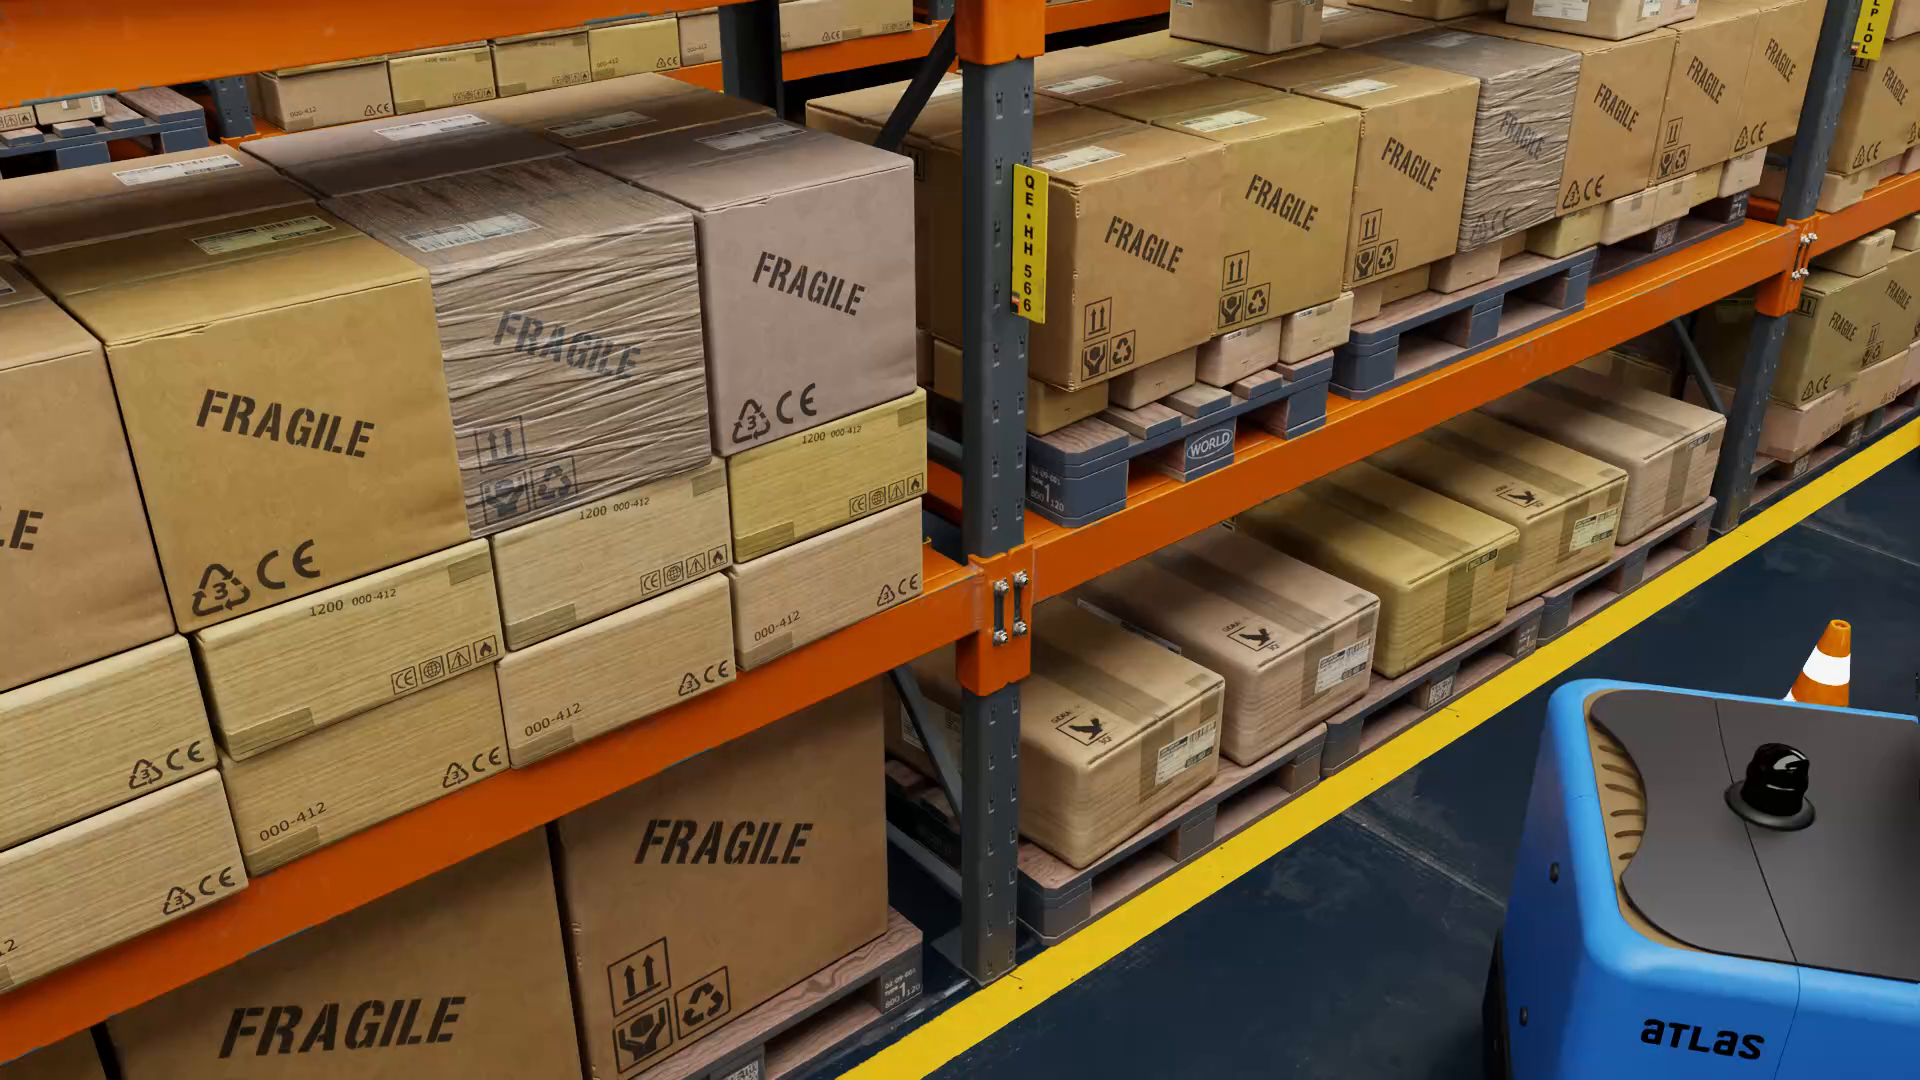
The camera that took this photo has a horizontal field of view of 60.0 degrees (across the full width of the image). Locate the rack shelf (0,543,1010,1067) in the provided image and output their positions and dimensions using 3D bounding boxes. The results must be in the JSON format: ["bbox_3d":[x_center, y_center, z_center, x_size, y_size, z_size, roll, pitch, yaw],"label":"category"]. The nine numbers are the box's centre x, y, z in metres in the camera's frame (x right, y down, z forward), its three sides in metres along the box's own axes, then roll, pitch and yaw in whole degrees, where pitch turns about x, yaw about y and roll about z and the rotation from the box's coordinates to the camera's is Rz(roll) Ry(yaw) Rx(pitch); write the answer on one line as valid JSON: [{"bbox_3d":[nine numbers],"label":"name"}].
[{"bbox_3d":[-1.738,0.621,3.169,4.000,0.370,1.077,-22,35,-35],"label":"rack shelf"}]

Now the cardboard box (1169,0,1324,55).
[{"bbox_3d":[0.845,-1.557,4.925,0.250,0.149,0.380,-24,36,-37],"label":"cardboard box"}]

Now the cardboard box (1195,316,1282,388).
[{"bbox_3d":[0.626,-0.557,4.431,0.250,0.149,0.380,-25,37,-38],"label":"cardboard box"}]

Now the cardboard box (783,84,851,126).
[{"bbox_3d":[-0.788,-2.285,9.917,0.625,0.625,0.875,-20,34,-33],"label":"cardboard box"}]

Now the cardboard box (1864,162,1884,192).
[{"bbox_3d":[3.433,-1.498,6.638,0.250,0.149,0.380,-21,34,-34],"label":"cardboard box"}]

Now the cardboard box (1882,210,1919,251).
[{"bbox_3d":[3.974,-1.380,7.137,0.250,0.149,0.380,-20,34,-33],"label":"cardboard box"}]

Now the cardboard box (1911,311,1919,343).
[{"bbox_3d":[4.246,-1.245,7.573,0.500,0.500,0.500,-20,34,-32],"label":"cardboard box"}]

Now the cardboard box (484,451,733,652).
[{"bbox_3d":[-0.808,-0.065,3.318,0.500,0.250,0.500,-23,36,-36],"label":"cardboard box"}]

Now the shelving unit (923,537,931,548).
[{"bbox_3d":[0.058,-0.685,6.440,1.083,1.500,0.587,-22,35,-35],"label":"shelving unit"}]

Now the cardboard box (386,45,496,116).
[{"bbox_3d":[-2.559,-2.221,7.883,0.500,0.250,0.500,-23,36,-36],"label":"cardboard box"}]

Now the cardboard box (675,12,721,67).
[{"bbox_3d":[-1.388,-2.700,8.779,0.500,0.250,0.500,-22,35,-35],"label":"cardboard box"}]

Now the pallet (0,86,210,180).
[{"bbox_3d":[-3.911,-1.770,7.083,1.003,0.211,1.213,-22,35,-35],"label":"pallet"}]

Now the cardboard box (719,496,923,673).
[{"bbox_3d":[-0.433,0.006,3.716,0.500,0.250,0.500,-23,36,-37],"label":"cardboard box"}]

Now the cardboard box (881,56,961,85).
[{"bbox_3d":[-0.149,-2.944,10.487,0.500,0.250,0.500,-21,35,-34],"label":"cardboard box"}]

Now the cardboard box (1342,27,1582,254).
[{"bbox_3d":[1.453,-1.201,4.947,0.500,0.500,0.500,-23,36,-37],"label":"cardboard box"}]

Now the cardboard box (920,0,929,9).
[{"bbox_3d":[0.109,-3.397,9.818,0.500,0.500,0.500,-23,36,-36],"label":"cardboard box"}]

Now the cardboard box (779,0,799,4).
[{"bbox_3d":[-0.992,-3.063,8.928,0.500,0.250,0.500,-23,36,-36],"label":"cardboard box"}]

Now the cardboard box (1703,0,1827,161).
[{"bbox_3d":[2.624,-1.669,5.823,0.500,0.500,0.500,-23,36,-36],"label":"cardboard box"}]

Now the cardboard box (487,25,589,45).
[{"bbox_3d":[-2.153,-2.596,8.054,0.500,0.250,0.500,-23,36,-36],"label":"cardboard box"}]

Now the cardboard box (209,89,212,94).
[{"bbox_3d":[-3.265,-2.250,7.937,0.500,0.250,0.500,-23,36,-36],"label":"cardboard box"}]

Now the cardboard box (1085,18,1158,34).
[{"bbox_3d":[0.997,-3.411,11.361,0.500,0.250,0.500,-23,36,-36],"label":"cardboard box"}]

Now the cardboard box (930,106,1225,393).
[{"bbox_3d":[0.276,-0.724,4.054,0.500,0.500,0.500,-23,36,-36],"label":"cardboard box"}]

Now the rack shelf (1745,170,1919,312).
[{"bbox_3d":[4.348,-1.827,7.749,4.000,0.370,1.077,-22,35,-35],"label":"rack shelf"}]

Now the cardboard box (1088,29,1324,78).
[{"bbox_3d":[0.718,-1.225,4.992,0.500,0.500,0.500,-25,37,-38],"label":"cardboard box"}]

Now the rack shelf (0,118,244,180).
[{"bbox_3d":[-4.962,-1.158,6.497,4.000,0.370,1.077,-22,35,-35],"label":"rack shelf"}]

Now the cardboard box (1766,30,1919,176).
[{"bbox_3d":[3.342,-1.742,6.405,0.500,0.500,0.500,-22,35,-35],"label":"cardboard box"}]

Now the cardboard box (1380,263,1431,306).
[{"bbox_3d":[1.171,-0.836,4.953,0.250,0.149,0.380,-20,34,-33],"label":"cardboard box"}]

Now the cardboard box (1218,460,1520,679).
[{"bbox_3d":[1.357,0.038,5.840,0.625,0.372,0.950,-21,34,-33],"label":"cardboard box"}]

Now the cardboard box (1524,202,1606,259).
[{"bbox_3d":[1.829,-1.043,5.340,0.250,0.149,0.380,-22,35,-35],"label":"cardboard box"}]

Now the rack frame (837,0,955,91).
[{"bbox_3d":[-0.398,-3.311,9.762,0.127,3.000,1.000,-22,35,-35],"label":"rack frame"}]

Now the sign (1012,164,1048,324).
[{"bbox_3d":[0.146,-0.621,3.501,0.005,0.325,0.100,-22,35,-35],"label":"sign"}]

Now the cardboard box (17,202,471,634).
[{"bbox_3d":[-1.207,-0.232,2.835,0.500,0.500,0.500,-22,35,-35],"label":"cardboard box"}]

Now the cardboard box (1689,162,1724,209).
[{"bbox_3d":[2.402,-1.276,5.776,0.250,0.149,0.380,-23,36,-36],"label":"cardboard box"}]

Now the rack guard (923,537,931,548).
[{"bbox_3d":[-0.321,0.019,6.450,0.087,0.250,0.587,-22,35,-35],"label":"rack guard"}]

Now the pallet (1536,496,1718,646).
[{"bbox_3d":[2.235,-0.063,6.645,1.213,0.211,1.003,-22,35,-35],"label":"pallet"}]

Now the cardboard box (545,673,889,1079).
[{"bbox_3d":[-0.796,0.625,4.207,0.875,0.875,0.875,-22,35,-35],"label":"cardboard box"}]

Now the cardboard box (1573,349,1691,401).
[{"bbox_3d":[3.102,-0.782,7.502,0.500,0.250,0.500,-20,34,-33],"label":"cardboard box"}]

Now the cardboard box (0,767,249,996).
[{"bbox_3d":[-1.574,0.482,2.825,0.500,0.250,0.500,-23,35,-36],"label":"cardboard box"}]

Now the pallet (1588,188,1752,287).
[{"bbox_3d":[2.151,-1.266,6.140,1.213,0.211,1.003,-22,35,-35],"label":"pallet"}]

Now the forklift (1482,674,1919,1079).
[{"bbox_3d":[2.738,0.342,3.001,3.031,2.935,1.130,6,29,11],"label":"forklift"}]

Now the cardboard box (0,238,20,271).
[{"bbox_3d":[-1.911,-0.269,2.904,0.500,0.500,0.500,-21,35,-34],"label":"cardboard box"}]

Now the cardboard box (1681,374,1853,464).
[{"bbox_3d":[3.451,-0.588,7.140,0.500,0.250,0.500,-24,36,-37],"label":"cardboard box"}]

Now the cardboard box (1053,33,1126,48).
[{"bbox_3d":[0.940,-3.069,10.721,0.500,0.250,0.500,-21,34,-33],"label":"cardboard box"}]

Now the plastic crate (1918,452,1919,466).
[{"bbox_3d":[4.553,-0.431,7.471,0.402,0.080,0.583,15,32,26],"label":"plastic crate"}]

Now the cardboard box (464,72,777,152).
[{"bbox_3d":[-0.750,-0.730,3.767,0.500,0.500,0.500,-23,36,-36],"label":"cardboard box"}]
